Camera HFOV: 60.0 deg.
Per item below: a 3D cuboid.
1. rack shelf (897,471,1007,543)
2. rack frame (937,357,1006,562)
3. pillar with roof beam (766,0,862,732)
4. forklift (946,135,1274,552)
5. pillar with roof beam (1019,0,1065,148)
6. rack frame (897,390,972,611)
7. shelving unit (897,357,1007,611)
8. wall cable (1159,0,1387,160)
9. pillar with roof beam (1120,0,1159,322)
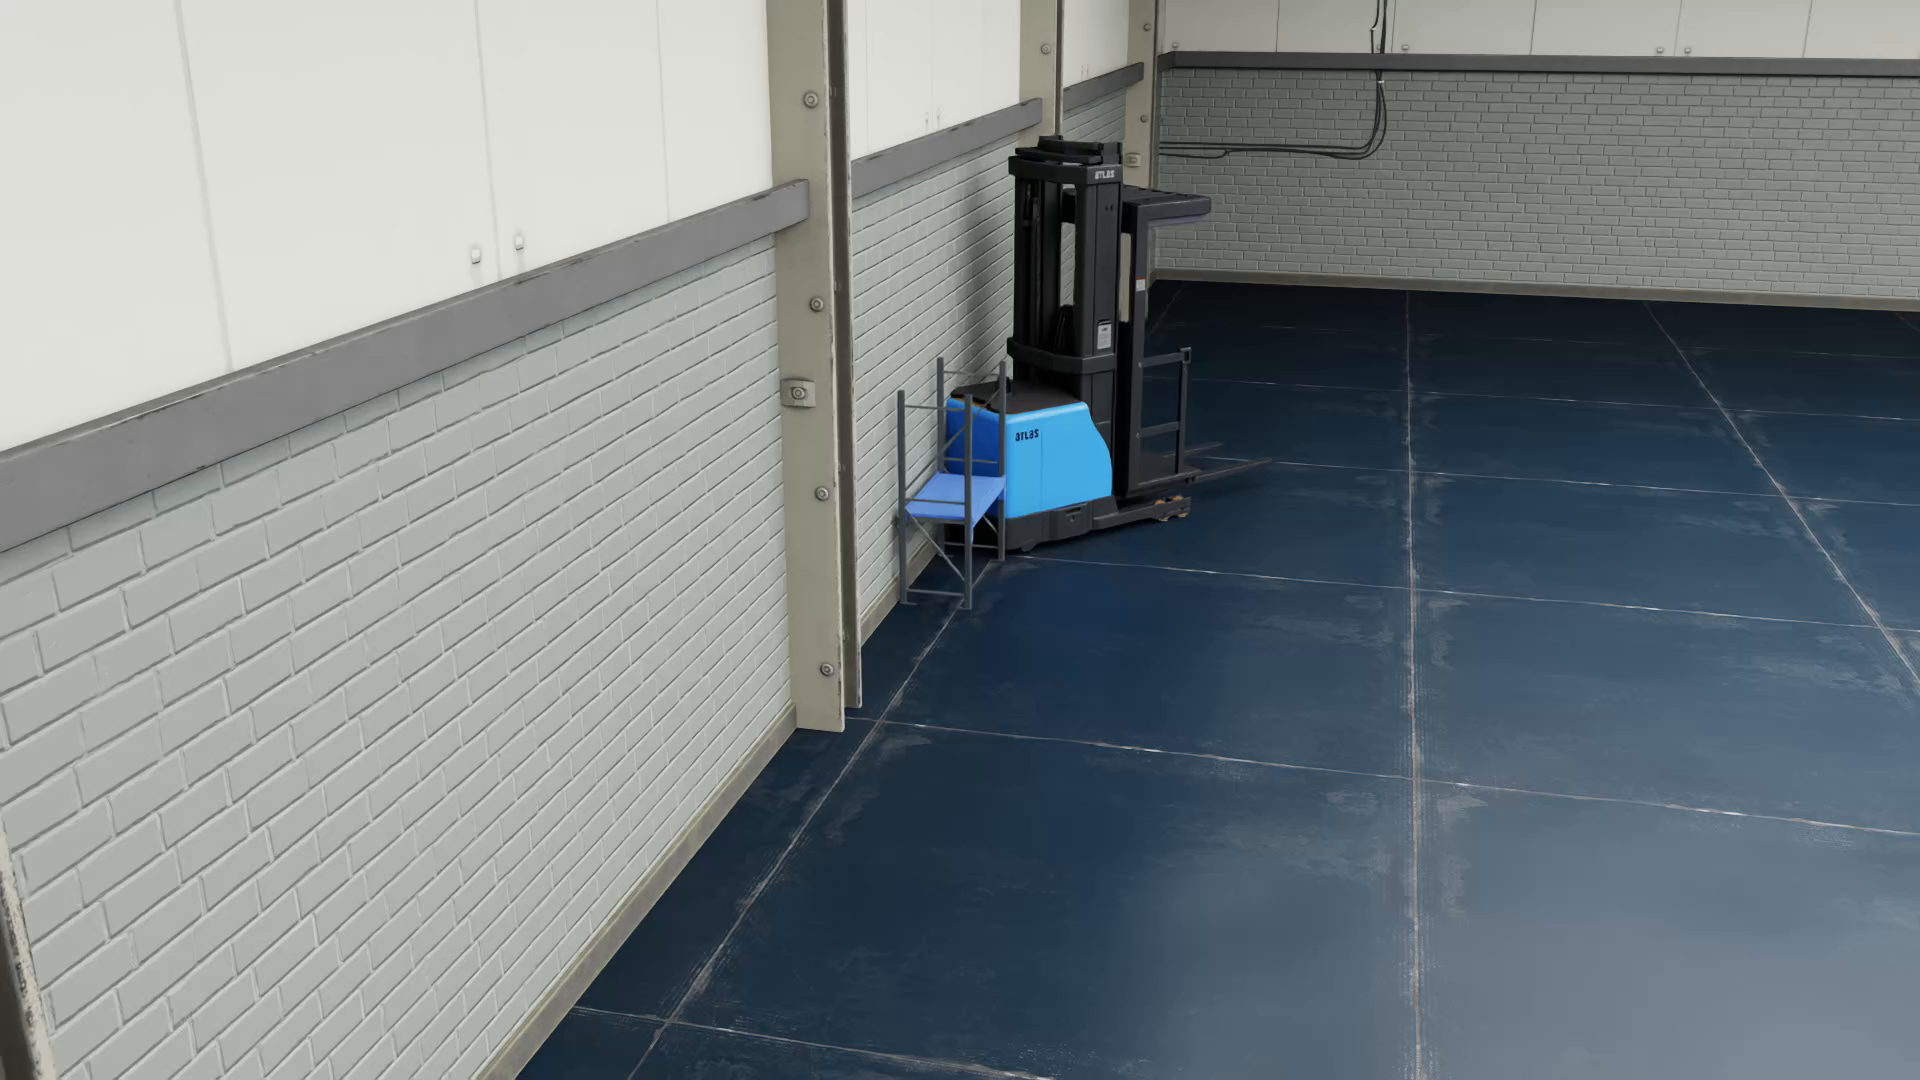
[{"bbox_3d":[-0.043,-0.243,11.634,0.538,0.185,1.000,5,19,13],"label":"rack shelf"},{"bbox_3d":[0.081,-0.572,12.042,0.500,1.500,0.032,5,19,13],"label":"rack frame"},{"bbox_3d":[3.399,-2.896,7.245,9.100,9.000,0.400,5,19,13],"label":"pillar with roof beam"},{"bbox_3d":[1.225,-1.655,12.997,3.031,2.935,1.130,-13,23,-34],"label":"forklift"},{"bbox_3d":[4.865,-4.777,12.751,9.100,9.000,0.400,5,19,13],"label":"pillar with roof beam"},{"bbox_3d":[-0.167,-0.253,11.109,0.500,1.500,0.032,5,19,13],"label":"rack frame"},{"bbox_3d":[-0.043,-0.413,11.576,0.538,1.500,1.048,5,19,13],"label":"shelving unit"},{"bbox_3d":[4.159,-6.347,22.151,3.097,2.526,0.112,5,19,13],"label":"wall cable"},{"bbox_3d":[6.331,-6.657,18.256,9.100,9.000,0.400,5,19,13],"label":"pillar with roof beam"}]
